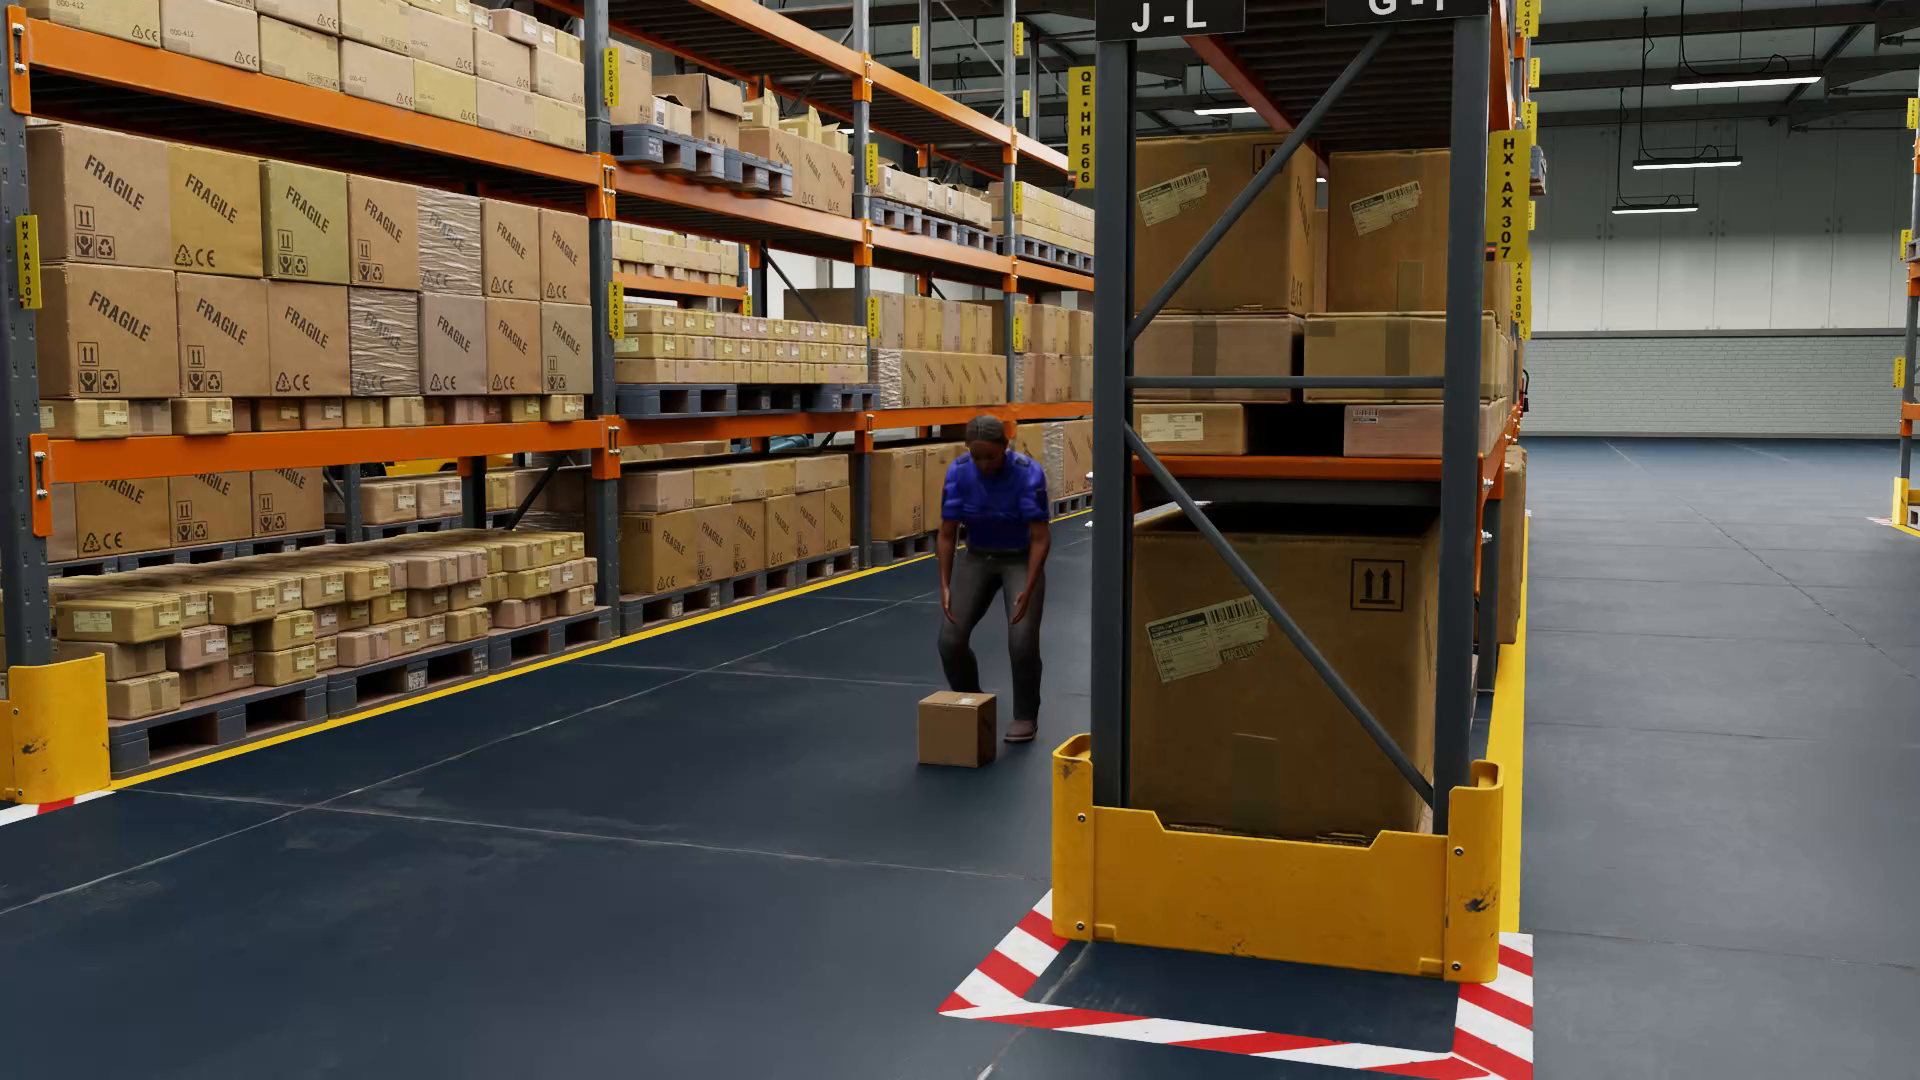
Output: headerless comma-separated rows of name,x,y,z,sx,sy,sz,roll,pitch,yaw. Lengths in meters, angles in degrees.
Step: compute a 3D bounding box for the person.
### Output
person,0.168,0.160,7.055,0.495,1.390,0.617,2,6,19
